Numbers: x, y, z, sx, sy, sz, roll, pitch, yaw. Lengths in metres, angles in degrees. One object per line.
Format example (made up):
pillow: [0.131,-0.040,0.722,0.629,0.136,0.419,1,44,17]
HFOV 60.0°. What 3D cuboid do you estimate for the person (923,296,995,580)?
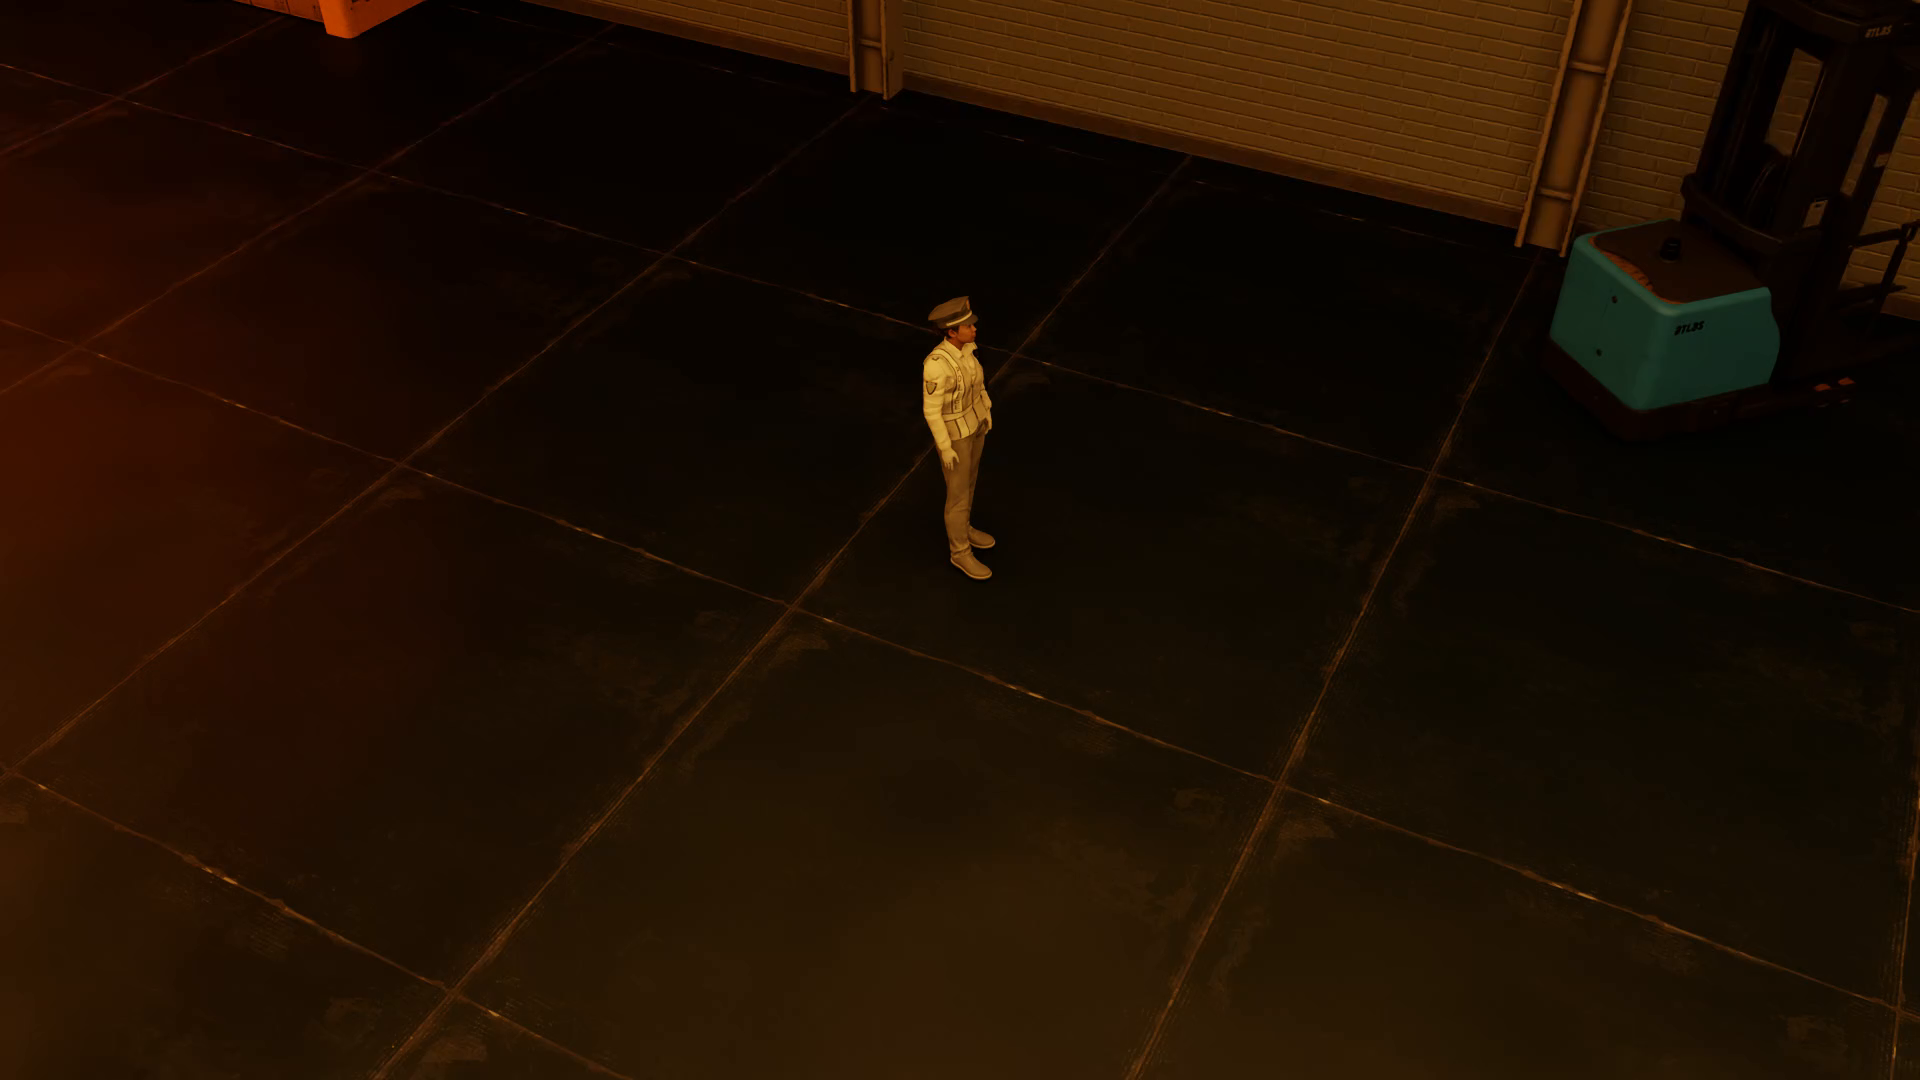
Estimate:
person: [0.055,-0.626,9.679,0.531,1.695,0.576,18,43,21]

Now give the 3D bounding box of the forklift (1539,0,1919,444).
forklift: [5.614,-2.330,10.753,3.031,2.935,1.130,-13,42,-15]
